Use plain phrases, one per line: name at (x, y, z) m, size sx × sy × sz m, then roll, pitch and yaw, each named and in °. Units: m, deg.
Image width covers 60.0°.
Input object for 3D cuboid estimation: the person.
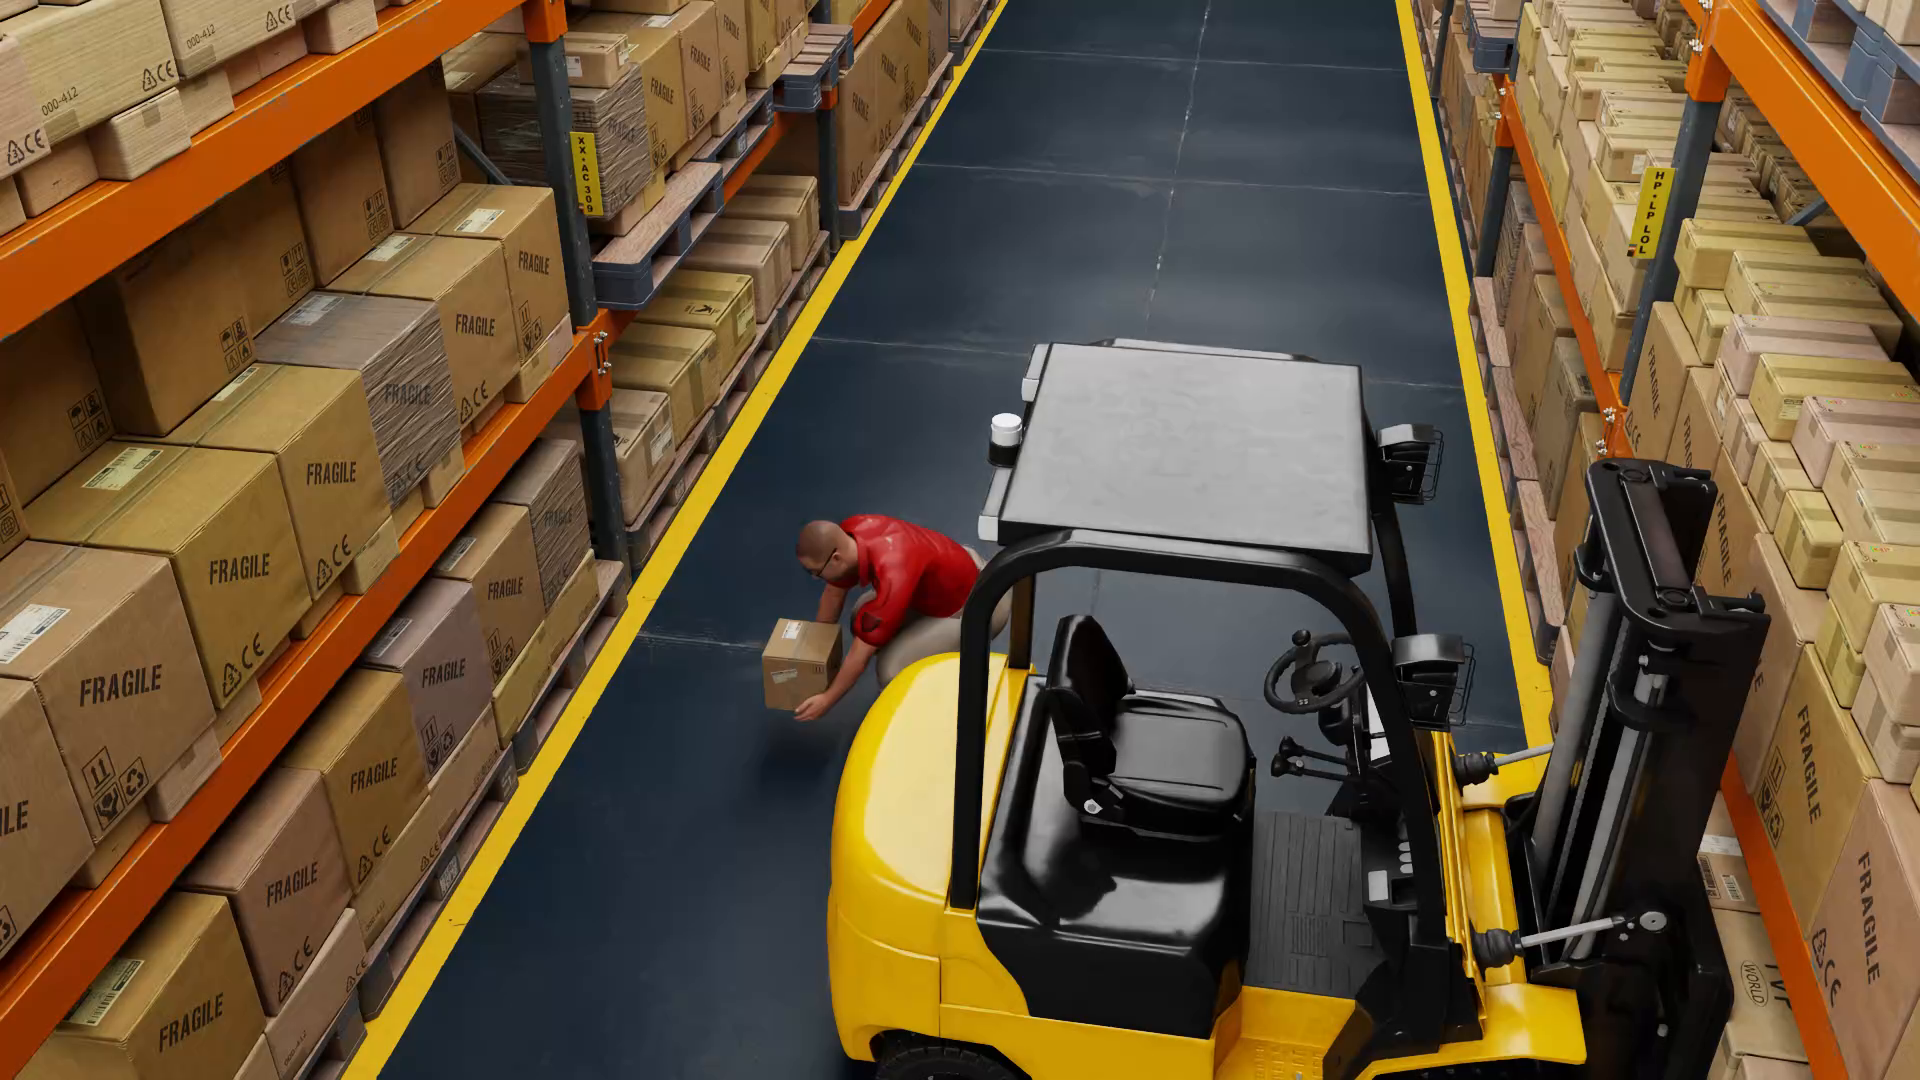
person at (-0.246, 0.297, 6.381) m, size 0.893 × 0.990 × 0.568 m, roll -10°, pitch 34°, yaw -16°
